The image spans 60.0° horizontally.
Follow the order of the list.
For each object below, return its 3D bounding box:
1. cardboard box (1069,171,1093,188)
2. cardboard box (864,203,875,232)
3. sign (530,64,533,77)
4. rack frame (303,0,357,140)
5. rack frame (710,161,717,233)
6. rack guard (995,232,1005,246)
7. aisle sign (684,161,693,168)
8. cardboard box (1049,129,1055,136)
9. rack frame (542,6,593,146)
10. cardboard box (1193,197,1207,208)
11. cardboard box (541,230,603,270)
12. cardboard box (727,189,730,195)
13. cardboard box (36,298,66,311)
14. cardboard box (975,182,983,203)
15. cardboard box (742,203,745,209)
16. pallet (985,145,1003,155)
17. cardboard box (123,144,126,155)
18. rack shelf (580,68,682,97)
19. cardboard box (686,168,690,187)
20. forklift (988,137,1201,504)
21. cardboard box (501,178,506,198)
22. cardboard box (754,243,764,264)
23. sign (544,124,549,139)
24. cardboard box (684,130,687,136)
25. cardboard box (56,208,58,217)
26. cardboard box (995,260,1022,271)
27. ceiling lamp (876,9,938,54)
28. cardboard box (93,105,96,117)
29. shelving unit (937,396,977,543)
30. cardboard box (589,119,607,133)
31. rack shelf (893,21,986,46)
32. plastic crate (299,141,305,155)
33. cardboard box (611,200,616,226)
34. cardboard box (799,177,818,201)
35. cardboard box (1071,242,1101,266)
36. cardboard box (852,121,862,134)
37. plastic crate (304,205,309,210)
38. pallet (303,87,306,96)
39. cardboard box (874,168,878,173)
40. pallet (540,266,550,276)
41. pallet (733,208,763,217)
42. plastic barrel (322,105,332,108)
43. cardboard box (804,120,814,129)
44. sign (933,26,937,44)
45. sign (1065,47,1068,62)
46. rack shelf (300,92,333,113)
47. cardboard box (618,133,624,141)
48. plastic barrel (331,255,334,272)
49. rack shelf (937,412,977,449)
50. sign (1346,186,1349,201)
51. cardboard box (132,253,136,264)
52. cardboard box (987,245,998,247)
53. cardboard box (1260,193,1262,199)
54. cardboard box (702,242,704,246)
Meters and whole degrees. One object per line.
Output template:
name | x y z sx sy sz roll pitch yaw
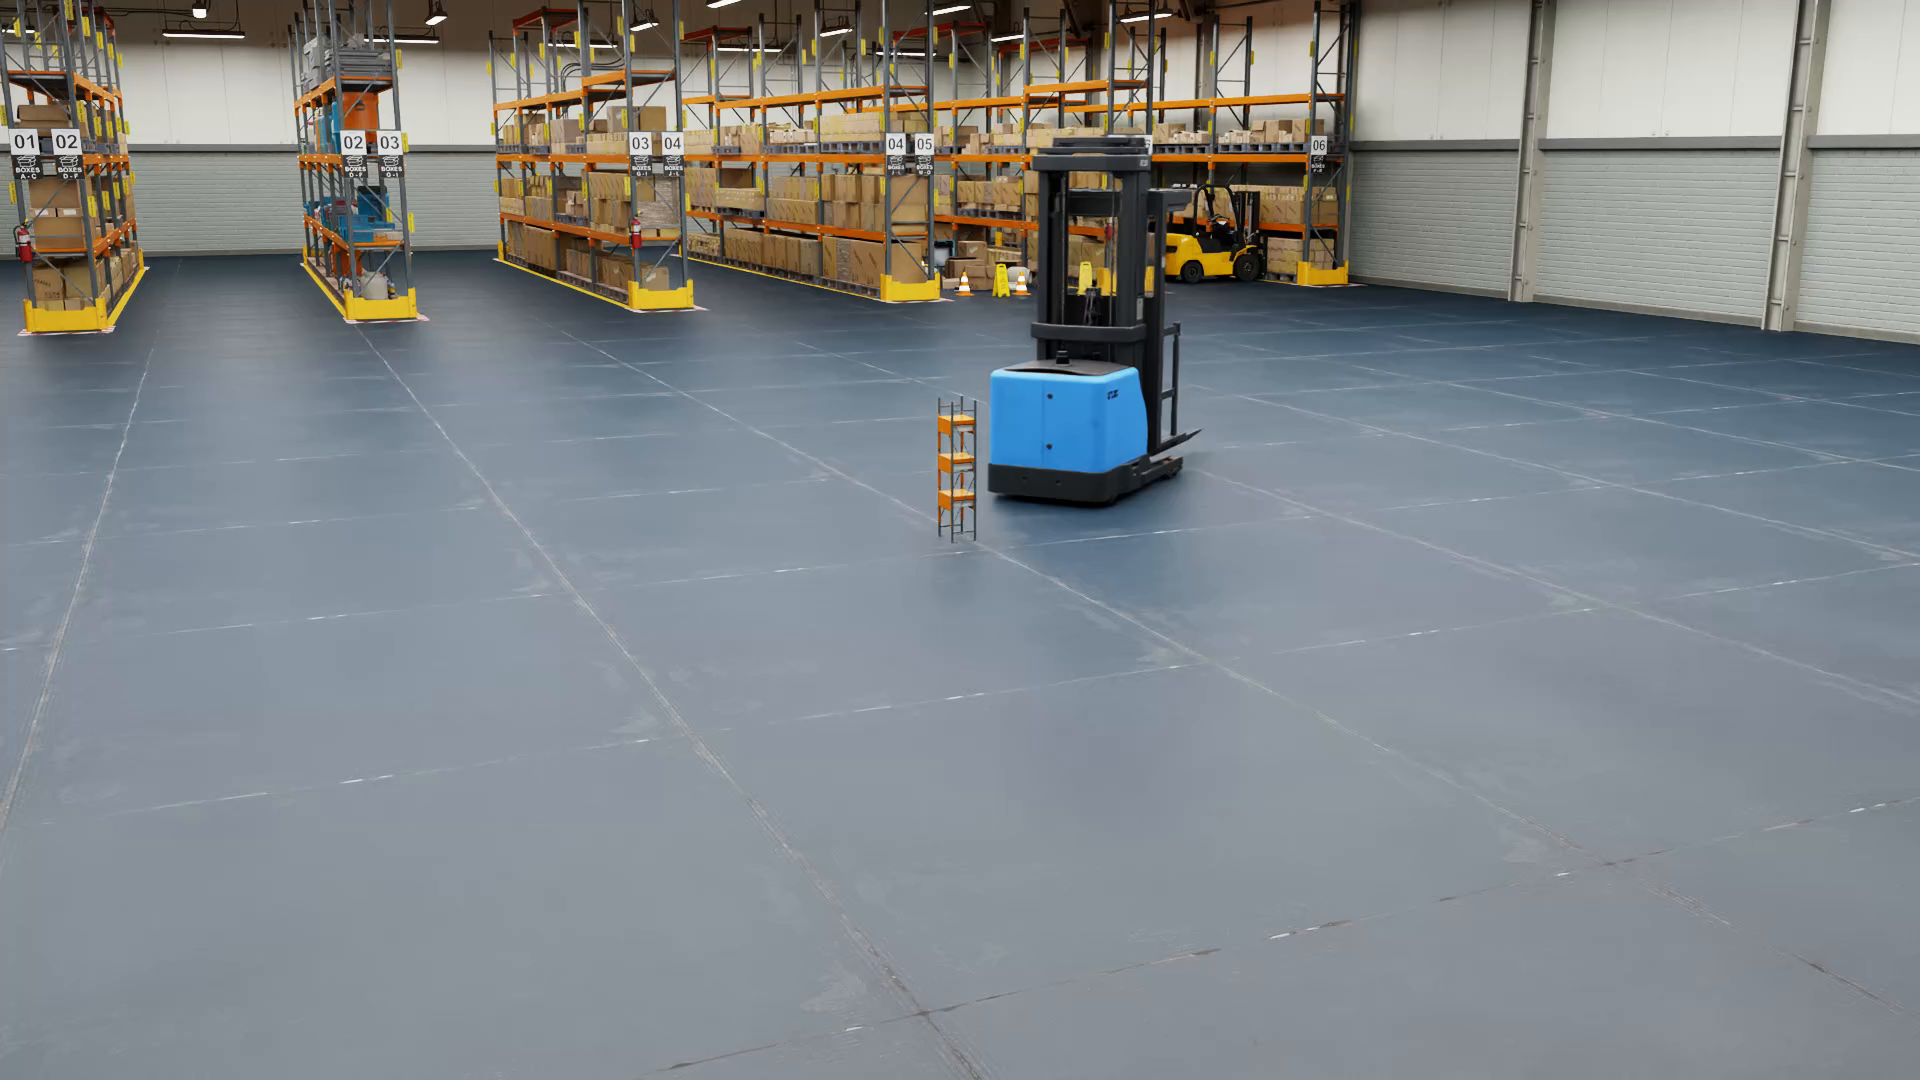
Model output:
cardboard box | 2.603 -7.680 35.800 0.700 0.500 0.500 -6 14 -24
cardboard box | -1.424 -6.501 33.474 0.875 0.550 0.550 -6 14 -23
sign | -11.485 -12.585 44.541 0.100 0.325 0.005 -6 14 -23
rack frame | -13.321 -9.945 35.382 1.000 3.000 0.127 -6 14 -23
rack frame | -7.403 -9.549 46.978 1.000 3.000 0.127 -6 14 -23
rack guard | 1.669 -9.233 51.154 1.175 0.500 0.348 -6 14 -23
aisle sign | -7.707 -10.804 46.633 0.394 0.787 0.004 -6 14 -23
cardboard box | 2.181 -8.961 36.573 0.380 0.149 0.250 -6 14 -25
rack frame | -8.783 -10.392 37.315 1.000 3.000 0.127 -6 14 -23
cardboard box | 6.015 -8.236 40.527 0.500 0.250 0.500 -6 14 -24
cardboard box | -9.040 -6.783 38.808 1.225 0.875 0.875 -6 14 -26
cardboard box | -5.645 -8.757 41.862 0.380 0.149 0.250 -6 14 -23
cardboard box | -15.142 -3.872 27.613 0.500 0.250 0.500 -6 14 -23
cardboard box | 0.699 -8.433 40.341 0.500 0.500 0.500 -5 14 -22
cardboard box | -5.114 -8.196 40.754 0.380 0.149 0.250 -6 14 -24
pallet | 1.331 -9.259 39.488 1.213 0.211 1.003 -6 14 -23
cardboard box | -20.216 -9.328 39.701 0.500 0.250 0.500 -6 14 -23
rack shelf | -6.380 -8.801 32.040 1.077 0.370 4.000 -6 14 -23
cardboard box | -7.258 -10.010 45.868 0.500 0.500 0.500 -5 14 -21
forklift | 1.343 -2.009 14.550 1.130 2.935 3.031 6 15 26
cardboard box | -11.842 -9.333 44.051 0.500 0.500 0.500 -6 14 -24
cardboard box | -4.701 -6.996 40.557 0.500 0.500 0.500 -6 14 -23
sign | -9.295 -9.173 37.376 0.100 0.325 0.005 -6 14 -23
cardboard box | -7.354 -11.171 45.672 0.380 0.149 0.250 -6 14 -23
cardboard box | -15.090 -5.403 27.403 0.380 0.149 0.250 -5 14 -22
cardboard box | 1.082 -5.977 37.082 0.500 0.500 0.500 4 14 16
ceiling lamp | -1.568 -16.597 51.085 2.000 3.144 0.800 -6 14 -23
cardboard box | -18.235 -8.769 34.513 0.500 0.500 0.500 -6 14 -23
shelving unit | -0.021 -0.523 12.299 0.215 1.050 0.252 -6 14 -23
cardboard box | -7.278 -8.465 34.481 0.797 0.503 0.637 -6 14 -26
rack shelf | -0.504 -12.969 42.674 1.077 0.370 4.000 -6 14 -23
plastic crate | -16.166 -9.766 41.397 0.504 0.338 0.767 -6 14 -23
cardboard box | -6.245 -6.326 32.169 0.875 0.500 0.500 -6 14 -23
cardboard box | -3.210 -7.919 37.492 0.700 0.500 0.500 -6 14 -23
cardboard box | 2.730 -6.192 35.973 0.500 0.500 0.500 -5 14 -21
cardboard box | -1.845 -8.313 33.505 0.500 0.250 0.500 -6 14 -23
plastic crate | -16.201 -8.270 41.687 0.416 0.233 0.300 -6 14 -23
pallet | -14.564 -10.316 38.292 1.003 0.211 1.213 -6 14 -23
cardboard box | -2.174 -10.348 46.549 0.380 0.149 0.250 -6 14 -24
pallet | -9.515 -6.532 40.126 1.003 0.211 1.213 -6 14 -23
pallet | -5.028 -8.208 41.609 1.003 0.211 1.213 -6 14 -23
plastic barrel | -13.546 -9.015 36.132 0.600 0.830 0.708 -6 14 -23
cardboard box | -3.245 -9.326 37.986 0.500 0.500 0.500 -6 14 -23
sign | -0.482 -9.748 32.107 0.100 0.325 0.005 -6 14 -23
sign | 2.404 -11.000 37.693 0.100 0.325 0.005 -6 14 -23
rack shelf | -14.122 -9.813 37.293 1.077 0.370 4.000 -6 14 -23
cardboard box | -6.182 -7.539 31.089 0.380 0.149 0.250 -6 14 -25
plastic barrel | -13.841 -6.223 37.191 0.421 0.512 0.421 0 13 0
rack shelf | -0.021 -0.789 12.238 0.215 0.259 0.240 -6 14 -23
sign | 8.559 -7.670 36.762 0.100 0.325 0.005 -6 14 -23
cardboard box | -20.269 -6.814 40.281 0.500 0.250 0.500 -6 14 -23
cardboard box | 0.514 -7.171 41.599 0.950 0.372 0.625 -7 15 -27
cardboard box | 7.099 -7.894 38.167 0.380 0.149 0.250 -6 14 -23
cardboard box | -6.848 -8.113 45.503 0.380 0.149 0.250 -5 14 -20
